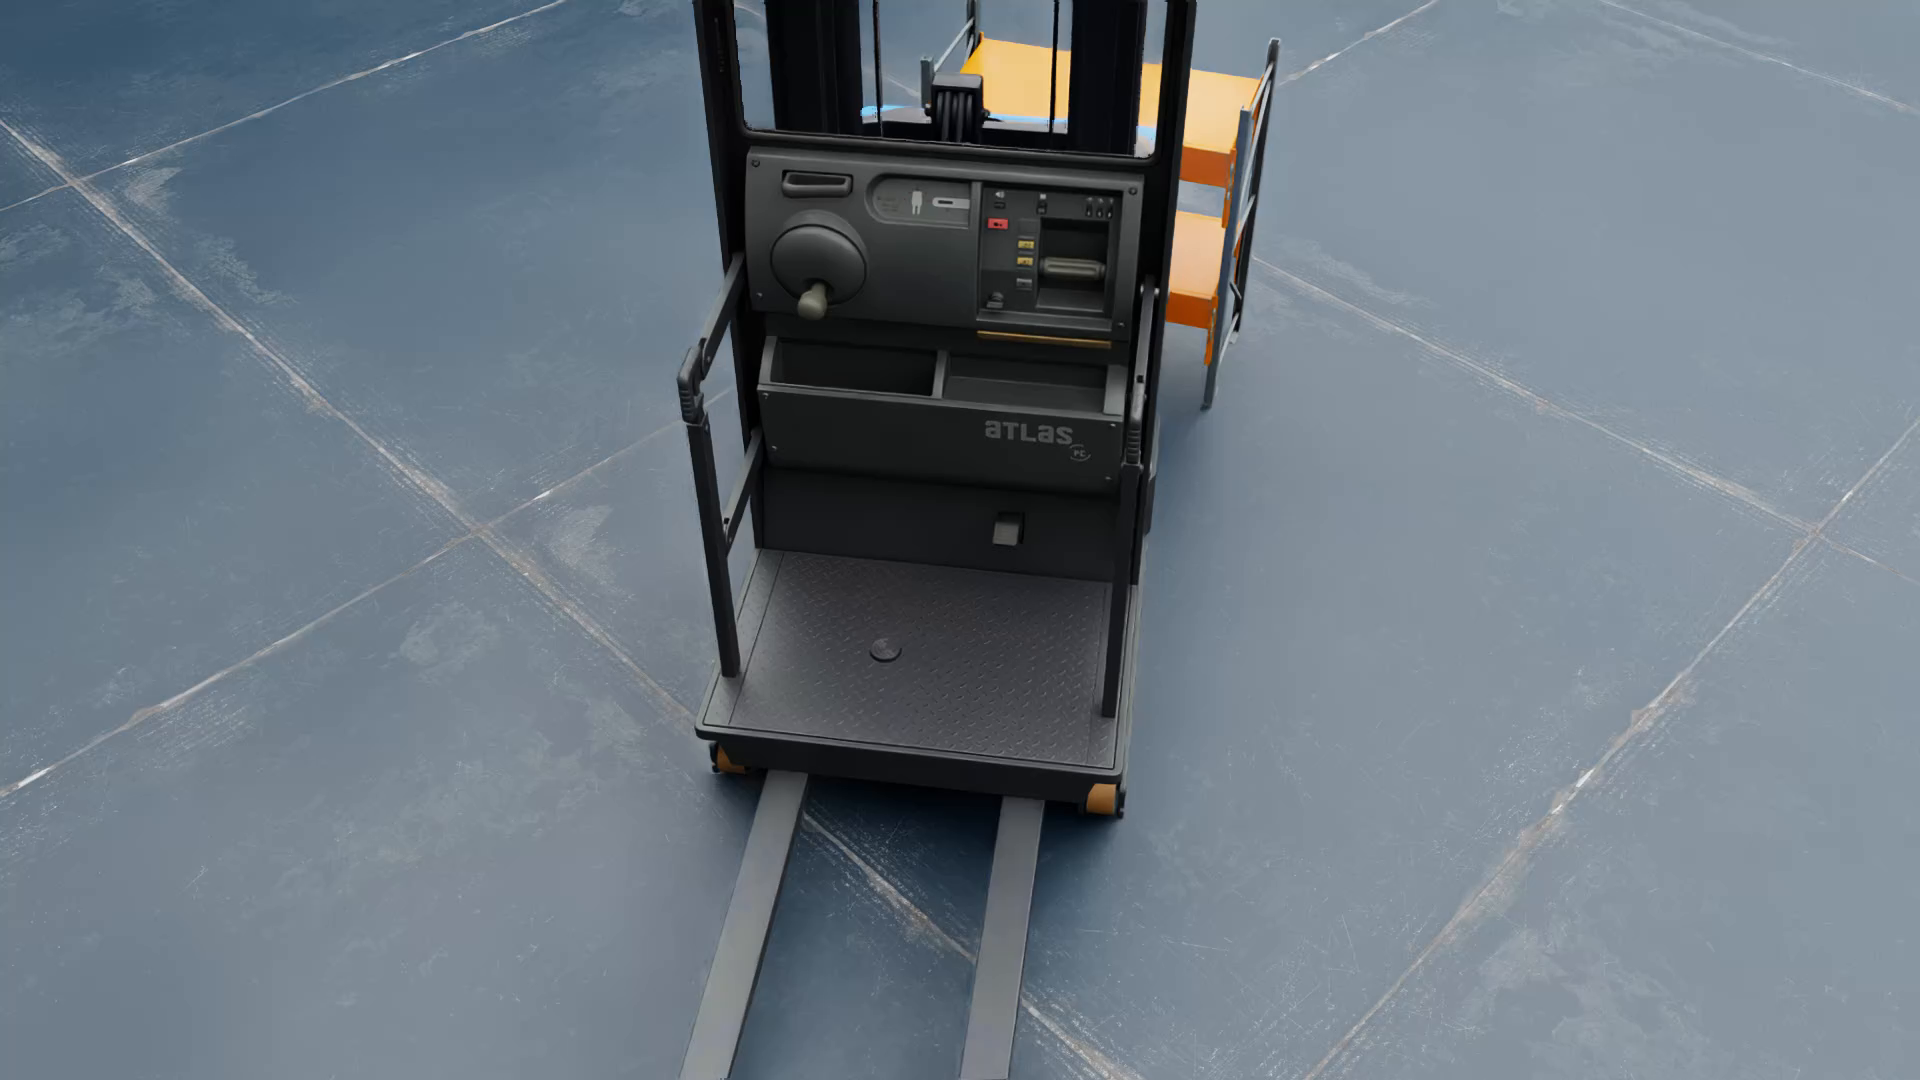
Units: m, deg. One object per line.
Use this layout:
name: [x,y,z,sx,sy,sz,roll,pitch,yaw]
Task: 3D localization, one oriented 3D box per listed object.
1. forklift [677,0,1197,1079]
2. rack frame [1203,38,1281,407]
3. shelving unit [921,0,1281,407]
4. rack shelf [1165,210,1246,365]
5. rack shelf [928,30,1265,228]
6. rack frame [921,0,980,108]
forklift: [-0.073,-0.603,3.743,1.130,2.935,3.031,6,43,6]
rack frame: [0.935,-1.035,5.542,0.032,1.125,0.500,13,44,14]
shelving unit: [0.454,-1.146,5.661,1.048,1.125,0.538,13,44,14]
rack shelf: [0.454,-0.966,5.827,1.000,0.278,0.538,13,44,14]
rack shelf: [0.454,-1.361,5.463,1.000,0.278,0.538,13,44,14]
rack frame: [-0.028,-1.256,5.781,0.032,1.125,0.500,13,44,14]
